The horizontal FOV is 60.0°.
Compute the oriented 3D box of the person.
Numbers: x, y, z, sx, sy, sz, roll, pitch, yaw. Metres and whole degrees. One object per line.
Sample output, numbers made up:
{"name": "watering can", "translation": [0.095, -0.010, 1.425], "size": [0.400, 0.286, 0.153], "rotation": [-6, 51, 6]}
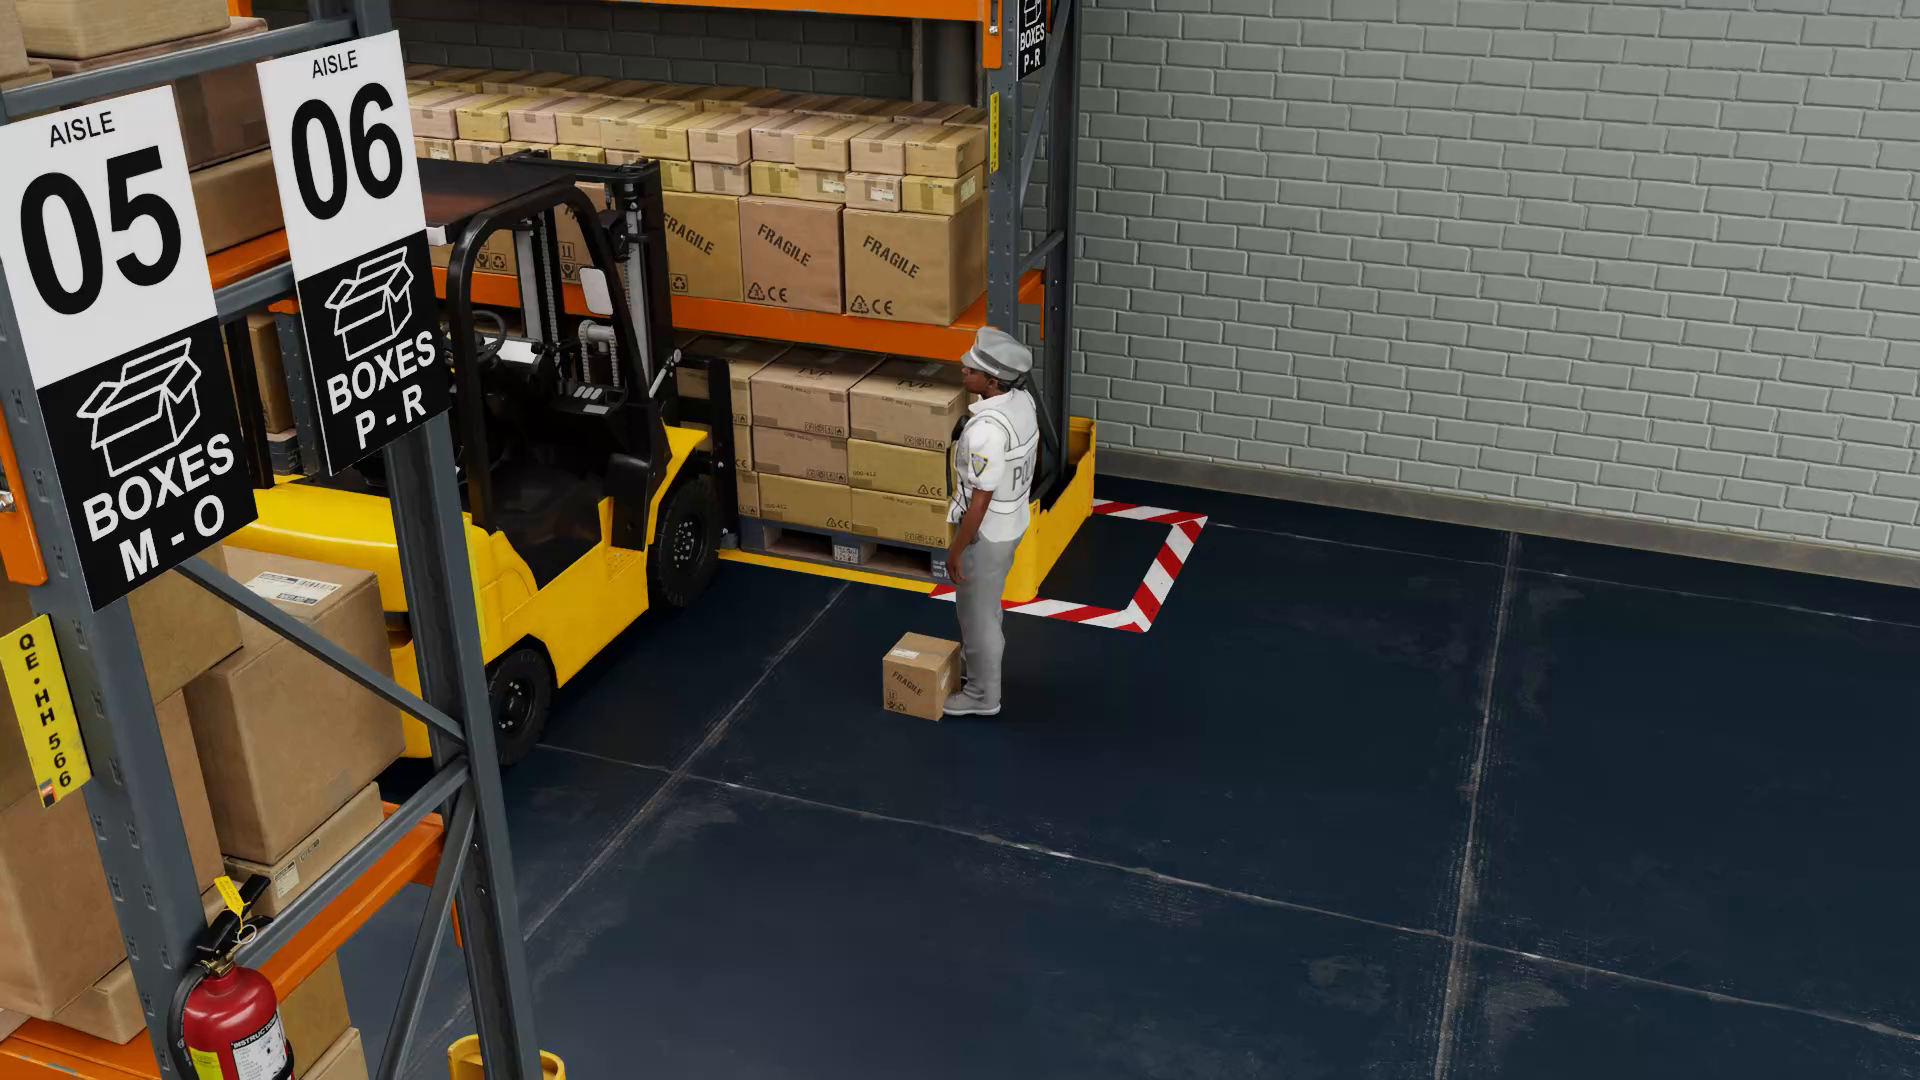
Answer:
{"name": "person", "translation": [0.044, -0.064, 6.684], "size": [0.527, 1.698, 0.570], "rotation": [9, 27, 18]}
